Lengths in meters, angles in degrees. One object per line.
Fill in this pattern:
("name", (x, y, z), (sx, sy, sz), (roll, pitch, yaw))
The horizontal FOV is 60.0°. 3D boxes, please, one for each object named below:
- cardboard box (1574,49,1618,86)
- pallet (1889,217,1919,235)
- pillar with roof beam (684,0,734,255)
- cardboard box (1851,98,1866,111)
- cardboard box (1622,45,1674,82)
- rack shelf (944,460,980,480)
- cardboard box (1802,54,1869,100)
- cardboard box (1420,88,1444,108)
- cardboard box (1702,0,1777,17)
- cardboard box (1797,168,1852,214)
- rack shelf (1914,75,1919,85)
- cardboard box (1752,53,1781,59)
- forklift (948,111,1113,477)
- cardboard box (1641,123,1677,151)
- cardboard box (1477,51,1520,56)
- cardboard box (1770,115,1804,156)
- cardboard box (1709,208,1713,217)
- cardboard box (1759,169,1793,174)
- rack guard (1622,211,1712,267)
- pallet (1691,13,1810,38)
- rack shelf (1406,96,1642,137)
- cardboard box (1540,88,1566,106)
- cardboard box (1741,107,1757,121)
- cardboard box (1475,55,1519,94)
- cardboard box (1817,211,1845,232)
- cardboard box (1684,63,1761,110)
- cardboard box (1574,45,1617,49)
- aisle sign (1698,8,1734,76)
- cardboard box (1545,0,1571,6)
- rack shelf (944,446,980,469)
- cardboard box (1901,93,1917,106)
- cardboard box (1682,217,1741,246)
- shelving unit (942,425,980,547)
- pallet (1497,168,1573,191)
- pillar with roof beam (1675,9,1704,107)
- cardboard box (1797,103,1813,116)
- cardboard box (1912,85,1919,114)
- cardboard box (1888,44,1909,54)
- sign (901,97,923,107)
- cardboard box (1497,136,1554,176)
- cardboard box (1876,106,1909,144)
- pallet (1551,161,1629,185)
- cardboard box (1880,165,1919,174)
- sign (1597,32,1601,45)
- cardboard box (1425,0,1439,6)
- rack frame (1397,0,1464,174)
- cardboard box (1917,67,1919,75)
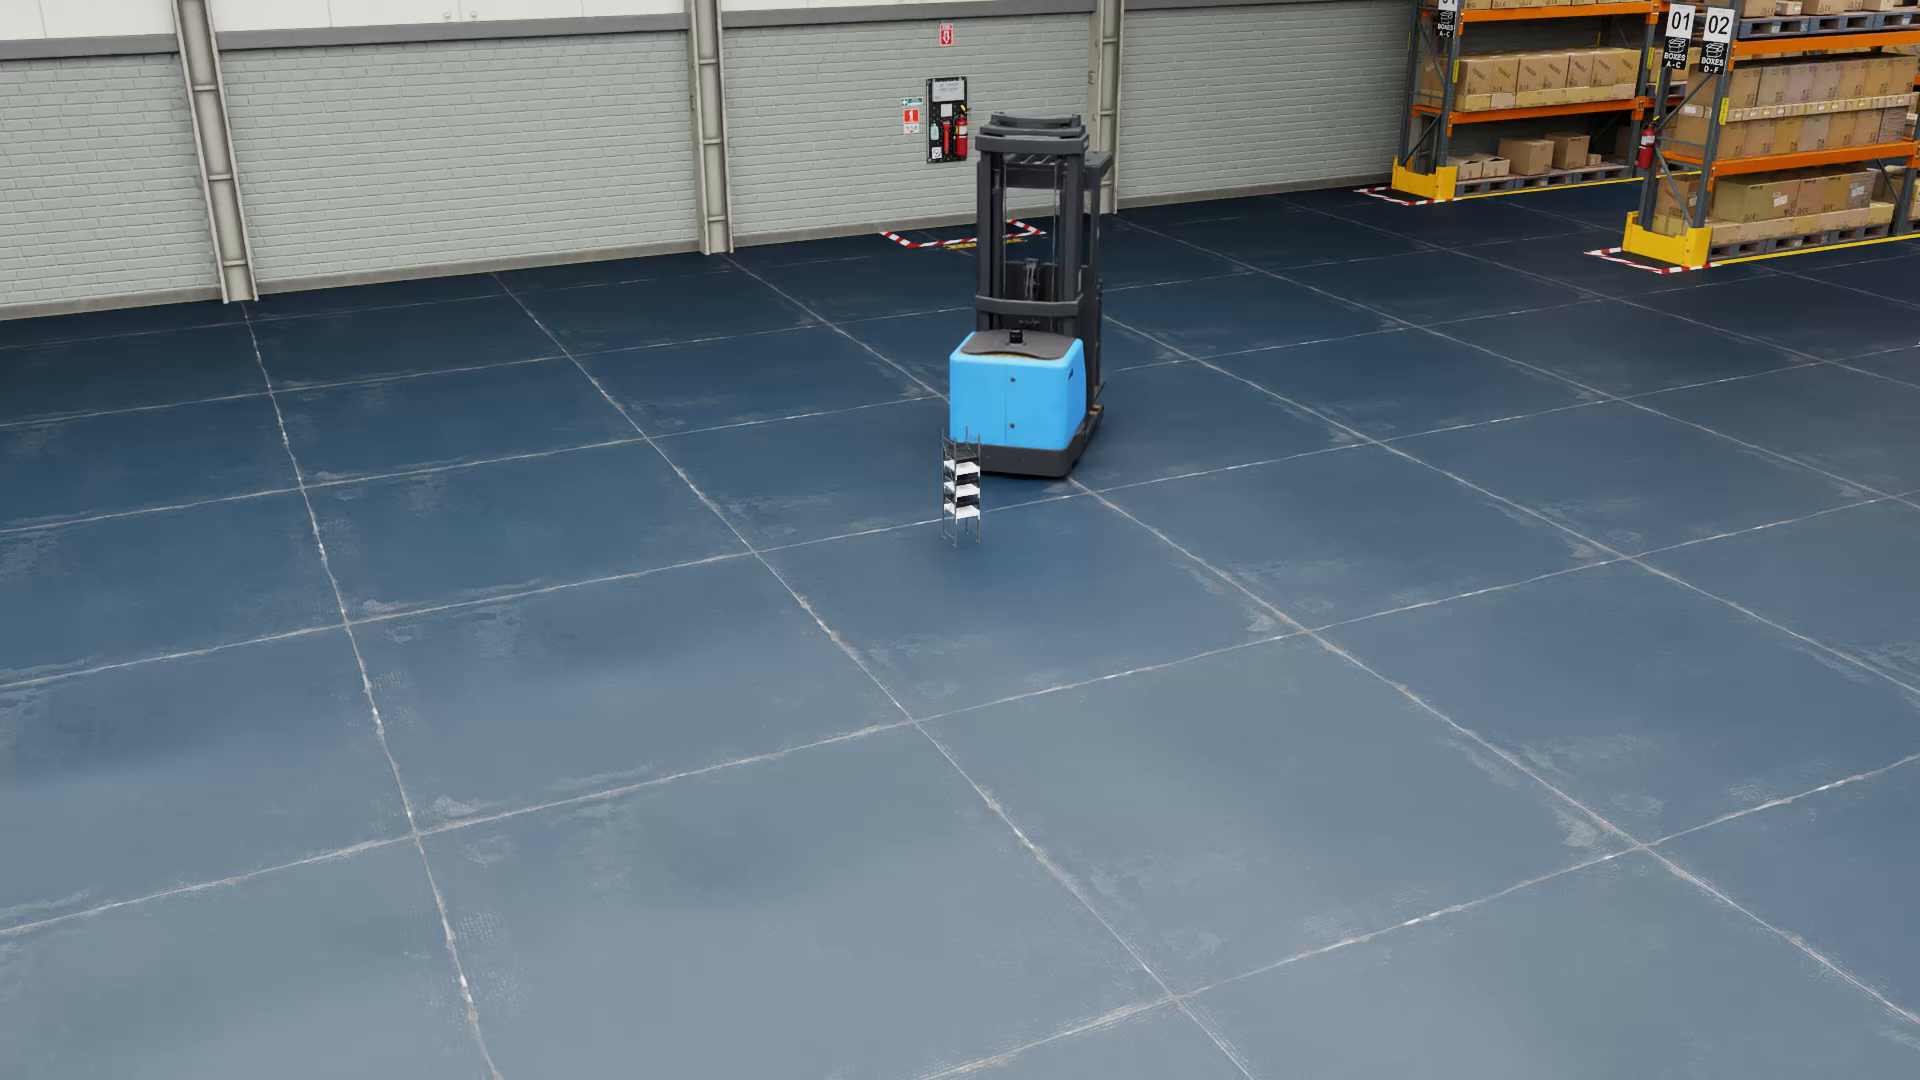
("cardboard box", (10.122, -7.555, 26.591), (0.500, 0.500, 0.500), (-11, 25, -24))
("pallet", (13.659, -4.679, 24.100), (1.213, 0.211, 1.003), (-10, 25, -24))
("pillar with roof beam", (-1.434, -6.586, 17.219), (0.400, 9.000, 9.100), (-10, 25, -24))
("cardboard box", (11.943, -5.890, 22.402), (0.250, 0.149, 0.380), (-11, 25, -24))
("cardboard box", (11.334, -7.860, 27.434), (0.500, 0.500, 0.700), (-10, 25, -23))
("rack shelf", (0.007, -0.553, 12.848), (0.200, 0.077, 0.258), (-10, 25, -24))
("cardboard box", (11.709, -6.234, 22.385), (0.500, 0.500, 0.700), (-10, 25, -24))
("cardboard box", (7.594, -6.959, 26.132), (0.500, 0.250, 0.500), (-10, 25, -23))
("cardboard box", (9.928, -6.954, 21.162), (0.637, 0.503, 0.797), (-9, 24, -20))
("cardboard box", (11.785, -4.786, 22.779), (0.500, 0.500, 0.500), (-10, 25, -24))
("rack shelf", (16.267, -8.201, 29.903), (4.000, 0.370, 1.077), (-10, 25, -24))
("cardboard box", (13.554, -8.267, 28.418), (0.500, 0.500, 0.700), (-13, 26, -29))
("forklift", (0.748, -2.428, 15.107), (1.130, 2.935, 3.031), (5, 23, 13))
("cardboard box", (11.961, -6.817, 28.313), (0.500, 0.500, 0.700), (-11, 25, -25))
("cardboard box", (8.511, -7.480, 26.410), (0.500, 0.500, 0.500), (-11, 25, -25))
("cardboard box", (10.755, -5.456, 22.202), (0.500, 0.500, 0.700), (-10, 25, -23))
("cardboard box", (10.209, -4.369, 22.752), (0.500, 0.250, 0.500), (-10, 25, -24))
("cardboard box", (11.108, -4.883, 23.013), (0.500, 0.500, 0.500), (-10, 25, -24))
("rack guard", (9.387, -4.009, 22.104), (0.348, 0.500, 1.175), (-10, 25, -24))
("pallet", (10.057, -6.621, 21.341), (1.213, 0.211, 1.003), (-10, 25, -24))
("rack shelf", (9.059, -6.874, 26.697), (4.000, 0.370, 1.077), (-10, 25, -24))
("cardboard box", (9.214, -7.042, 26.334), (0.500, 0.250, 0.500), (-10, 25, -23))
("cardboard box", (10.092, -5.549, 21.578), (0.250, 0.149, 0.380), (-11, 25, -25))
("cardboard box", (8.267, -7.215, 25.771), (0.500, 0.500, 0.500), (-10, 25, -23))
("cardboard box", (11.790, -4.435, 22.912), (0.500, 0.250, 0.500), (-10, 25, -24))
("cardboard box", (9.882, -5.895, 21.566), (0.500, 0.500, 0.700), (-10, 25, -23))
("cardboard box", (10.347, -7.818, 27.228), (0.500, 0.500, 0.500), (-11, 25, -25))
("aisle sign", (9.482, -6.253, 20.857), (0.004, 0.787, 0.394), (-10, 25, -24))
("cardboard box", (9.105, -8.546, 25.717), (0.500, 0.500, 0.500), (-9, 24, -20))
("rack shelf", (0.007, -0.636, 12.814), (0.200, 0.077, 0.258), (-10, 25, -24))
("cardboard box", (12.860, -6.058, 22.808), (0.250, 0.149, 0.380), (-10, 25, -24))
("cardboard box", (9.988, -4.104, 22.111), (0.500, 0.250, 0.500), (-10, 25, -24))
("shelving unit", (0.007, -0.417, 12.904), (0.210, 0.900, 0.258), (-10, 25, -24))
("pallet", (9.170, -5.922, 27.103), (1.213, 0.211, 1.003), (-10, 25, -24))
("pillar with roof beam", (14.786, -9.572, 24.432), (0.400, 9.000, 9.100), (-10, 25, -24))
("cardboard box", (11.015, -5.719, 21.988), (0.250, 0.149, 0.380), (-11, 25, -24))
("cardboard box", (17.540, -7.913, 30.529), (0.750, 0.750, 0.750), (-10, 25, -23))
("cardboard box", (16.403, -8.641, 29.481), (0.500, 0.500, 0.500), (-10, 24, -22))
("sign", (-0.672, -6.099, 23.147), (0.331, 0.109, 0.001), (-10, 25, -24))
("cardboard box", (9.115, -6.205, 26.835), (0.500, 0.500, 0.700), (-12, 25, -27))
("cardboard box", (12.615, -5.802, 23.036), (0.500, 0.500, 0.700), (-11, 25, -25))
("pallet", (10.271, -6.126, 27.596), (1.213, 0.211, 1.003), (-10, 25, -24))
("cardboard box", (13.719, -5.268, 24.192), (0.500, 0.311, 0.500), (-10, 24, -22))
("sign", (10.617, -8.264, 27.600), (0.005, 0.325, 0.100), (-10, 25, -24))
("cardboard box", (7.523, -8.472, 25.540), (0.500, 0.500, 0.500), (-9, 24, -20))
("rack frame", (7.256, -6.874, 25.758), (0.127, 3.000, 1.000), (-10, 25, -24))
("cardboard box", (17.205, -8.463, 29.898), (0.250, 0.149, 0.380), (-10, 25, -24))
